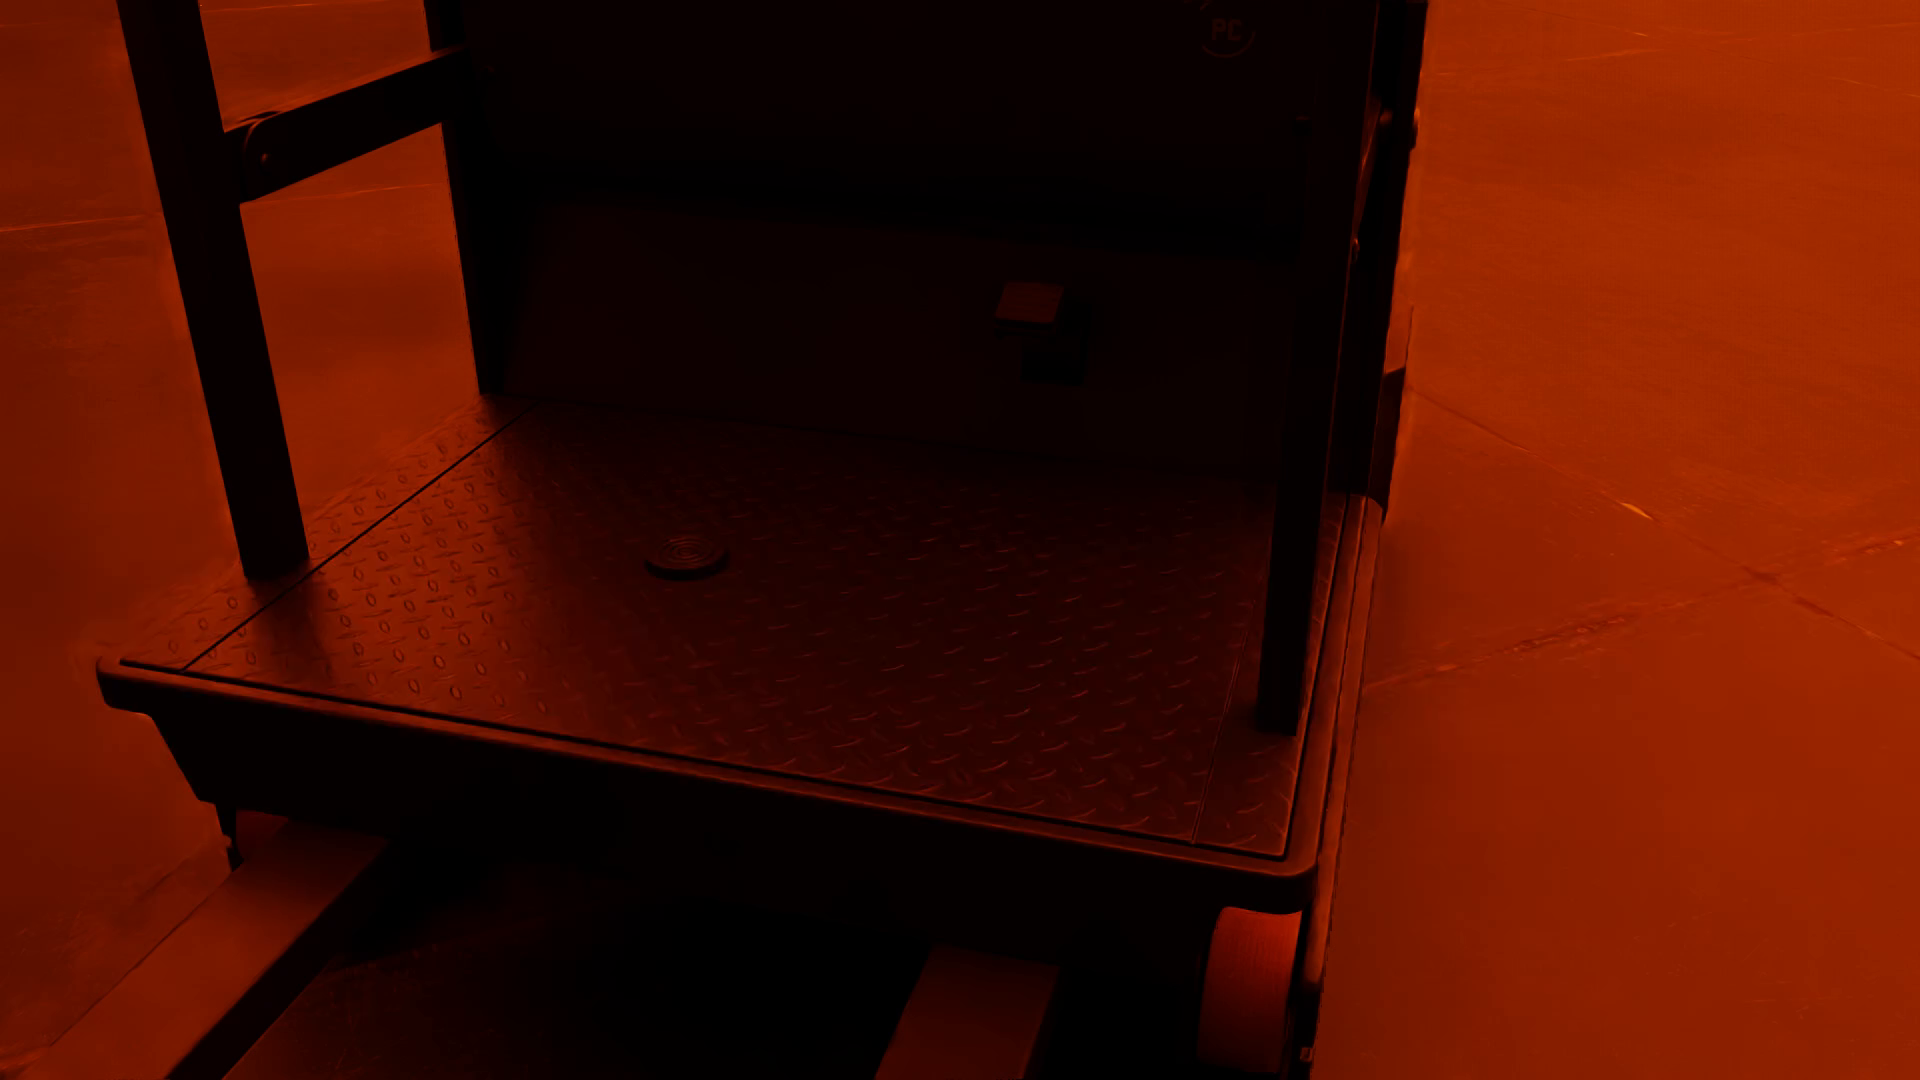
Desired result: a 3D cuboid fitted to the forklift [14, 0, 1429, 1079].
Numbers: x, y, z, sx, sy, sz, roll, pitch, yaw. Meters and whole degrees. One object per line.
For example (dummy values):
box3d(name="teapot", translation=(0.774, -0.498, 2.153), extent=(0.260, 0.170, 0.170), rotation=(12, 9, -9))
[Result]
box3d(name="forklift", translation=(-0.133, -1.011, 1.259), extent=(1.130, 2.935, 3.031), rotation=(7, 28, 14))
